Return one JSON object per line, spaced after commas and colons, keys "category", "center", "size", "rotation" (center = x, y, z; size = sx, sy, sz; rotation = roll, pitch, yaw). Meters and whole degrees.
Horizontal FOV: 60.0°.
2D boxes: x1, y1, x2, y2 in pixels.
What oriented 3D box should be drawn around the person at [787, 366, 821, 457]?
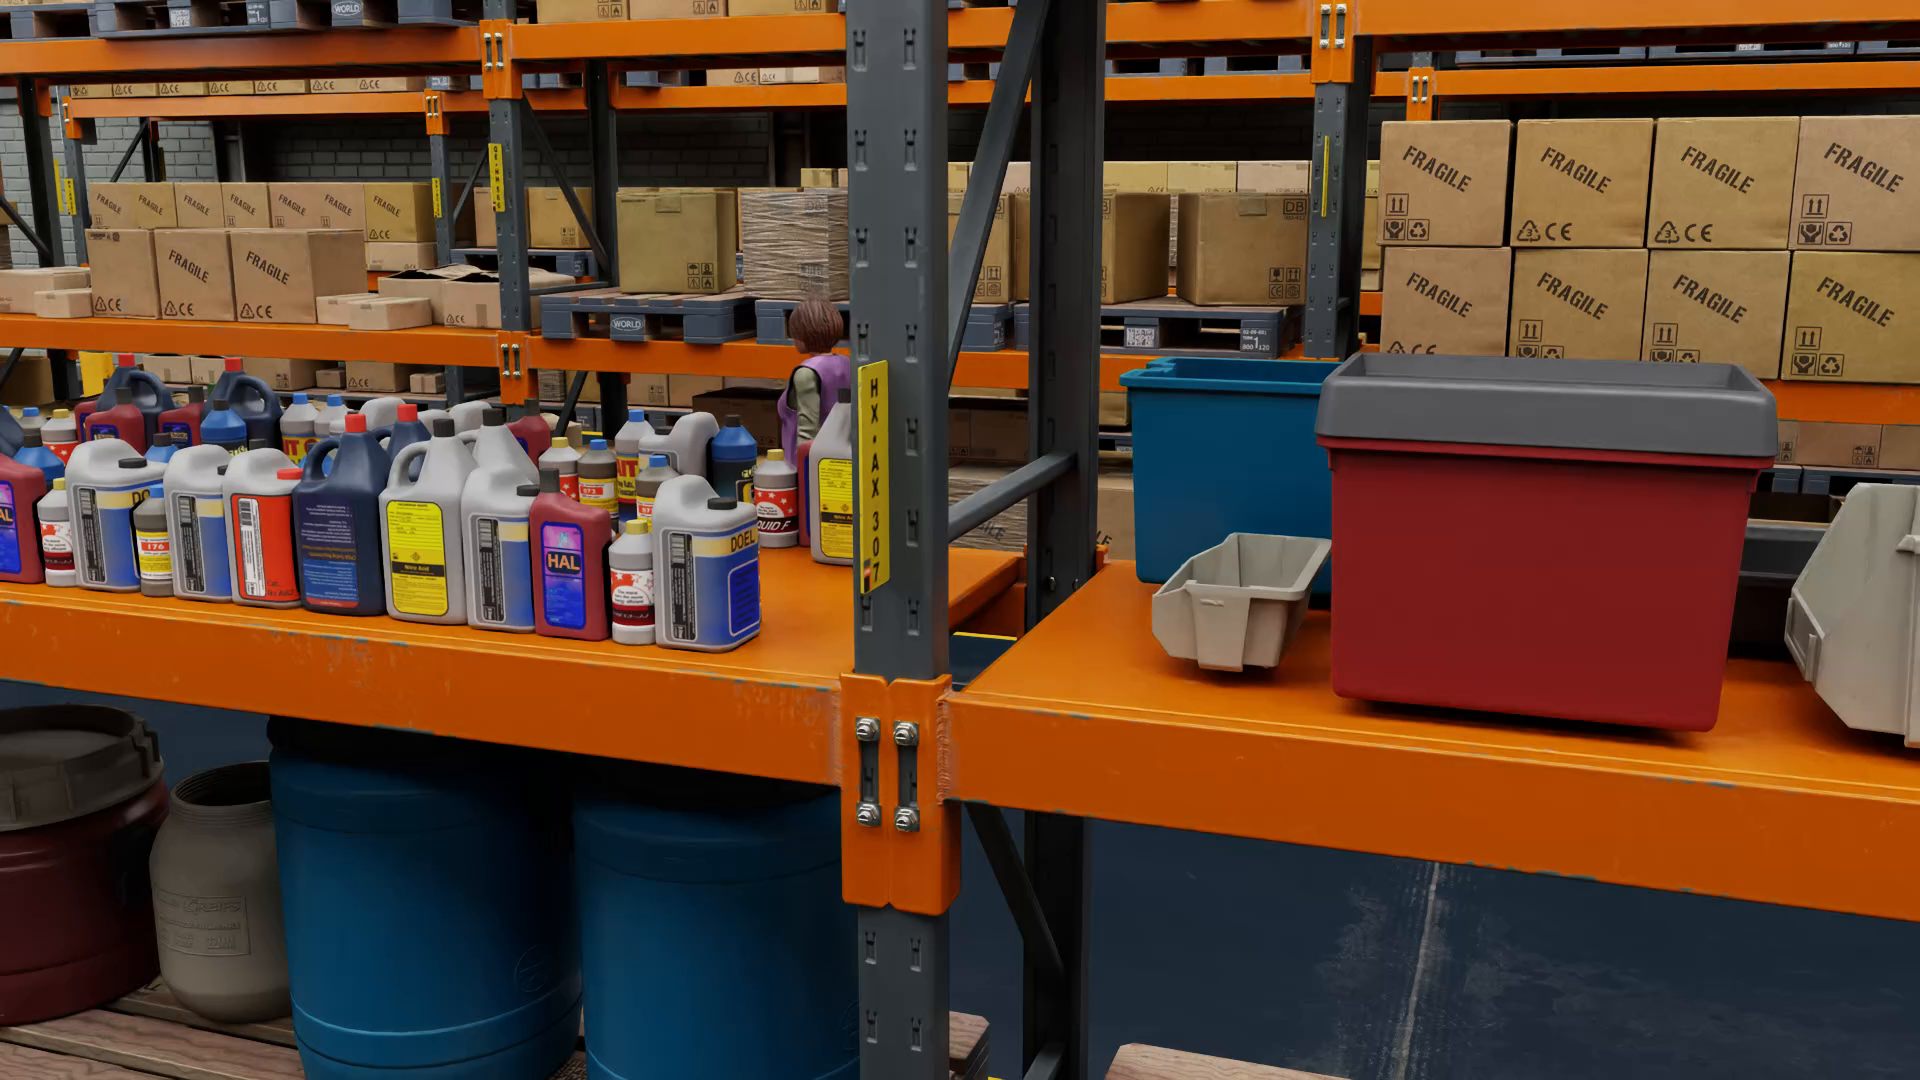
{"category": "person", "center": [-0.642, -0.079, 6.895], "size": [0.584, 1.345, 0.432], "rotation": [8, 14, 32]}
